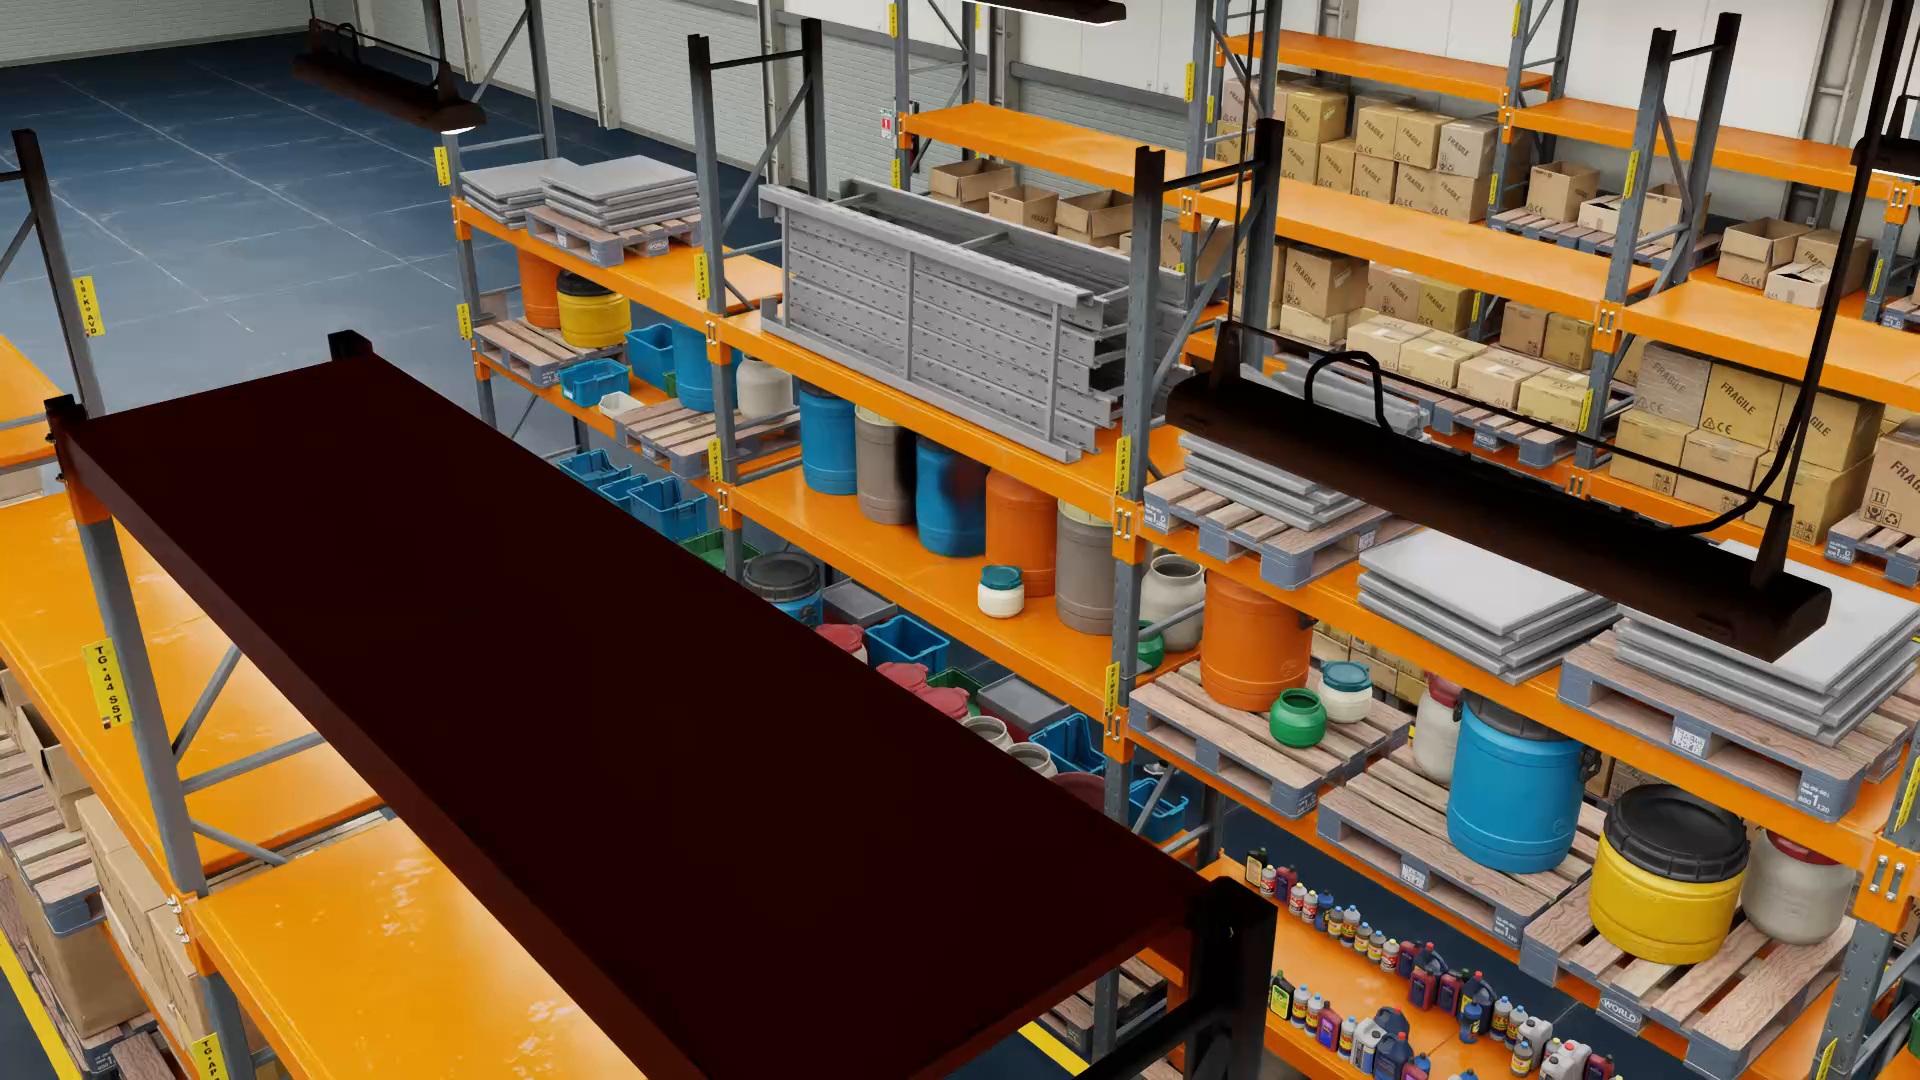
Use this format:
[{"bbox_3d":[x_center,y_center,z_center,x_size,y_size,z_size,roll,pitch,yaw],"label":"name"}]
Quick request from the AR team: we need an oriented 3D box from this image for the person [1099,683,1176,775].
[{"bbox_3d":[1.445,1.212,13.413,0.727,1.562,0.456,5,27,9],"label":"person"}]
